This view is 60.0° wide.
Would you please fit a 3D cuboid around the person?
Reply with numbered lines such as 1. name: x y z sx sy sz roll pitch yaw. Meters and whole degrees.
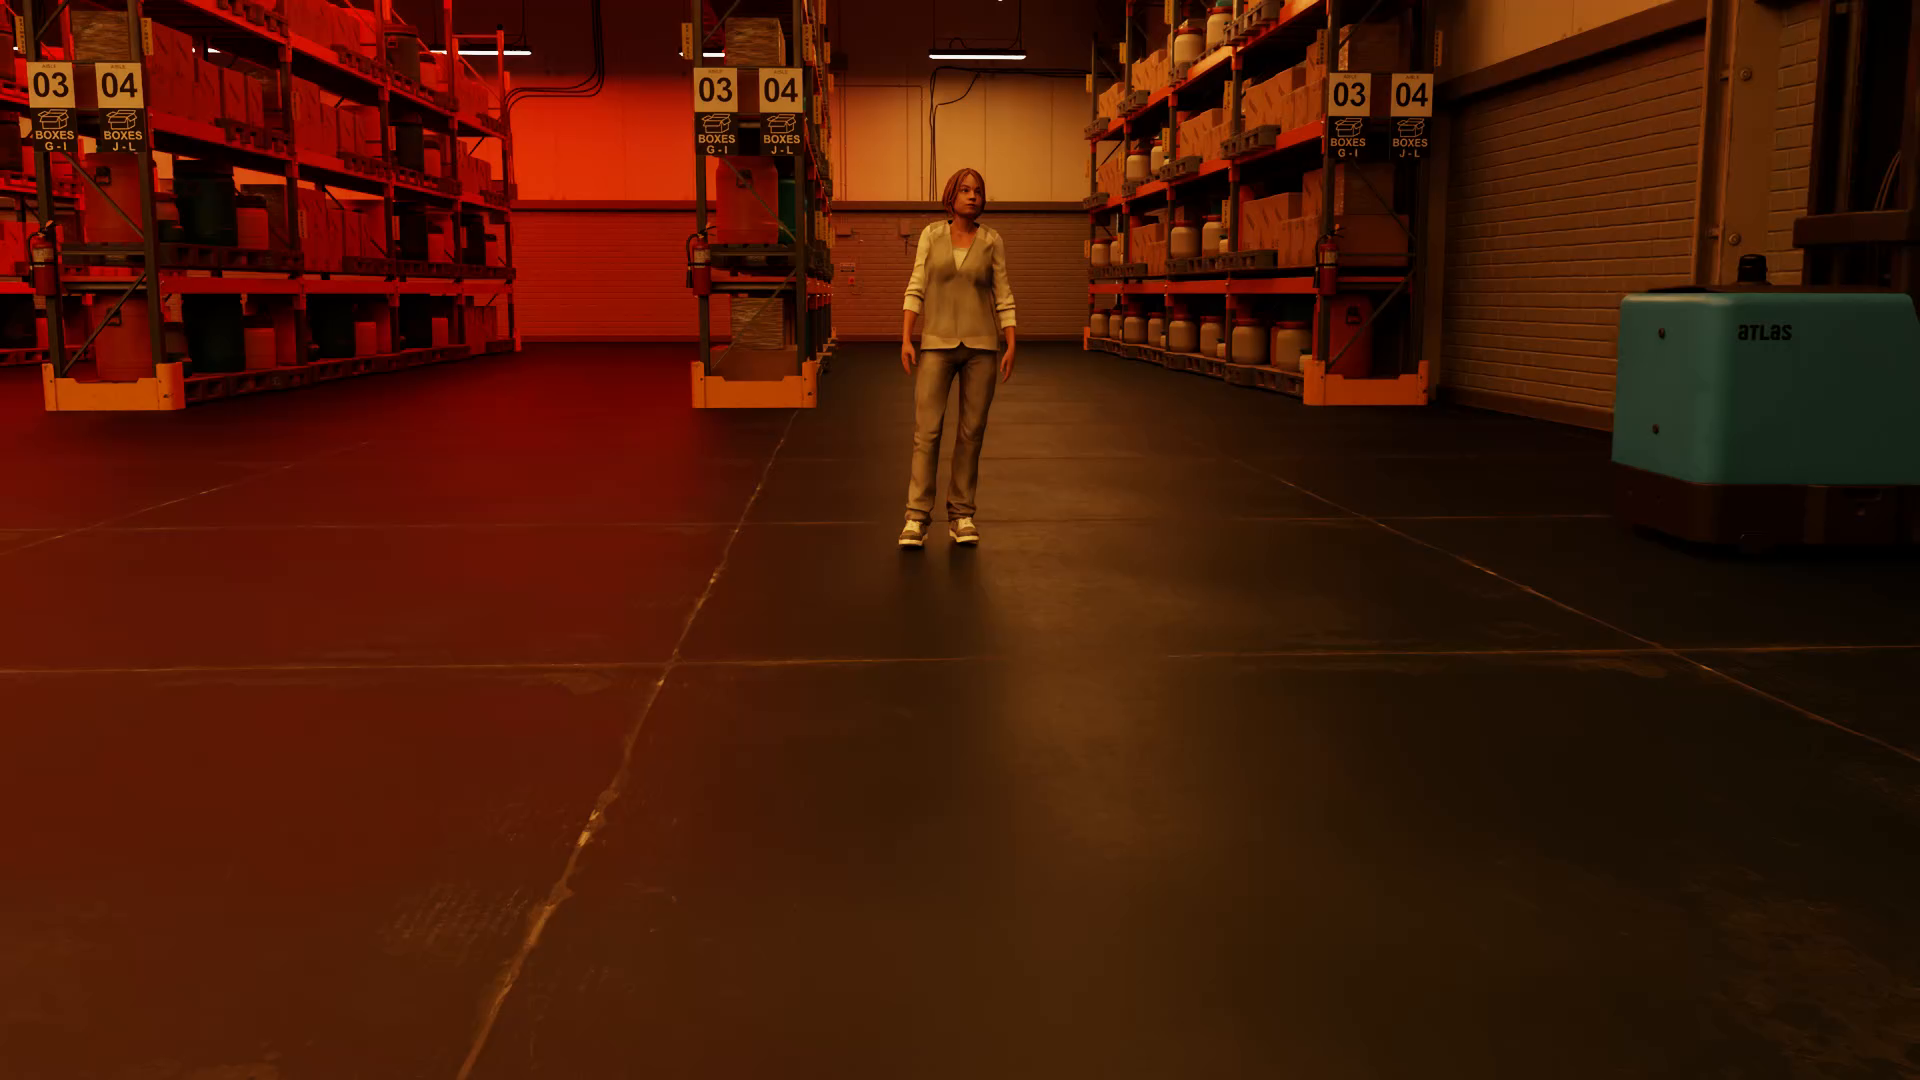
1. person: -0.010 -0.779 7.118 0.520 1.585 0.473 -1 8 -4

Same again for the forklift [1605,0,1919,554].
1. forklift: 4.485 -1.439 7.019 3.031 2.935 1.130 0 8 0
